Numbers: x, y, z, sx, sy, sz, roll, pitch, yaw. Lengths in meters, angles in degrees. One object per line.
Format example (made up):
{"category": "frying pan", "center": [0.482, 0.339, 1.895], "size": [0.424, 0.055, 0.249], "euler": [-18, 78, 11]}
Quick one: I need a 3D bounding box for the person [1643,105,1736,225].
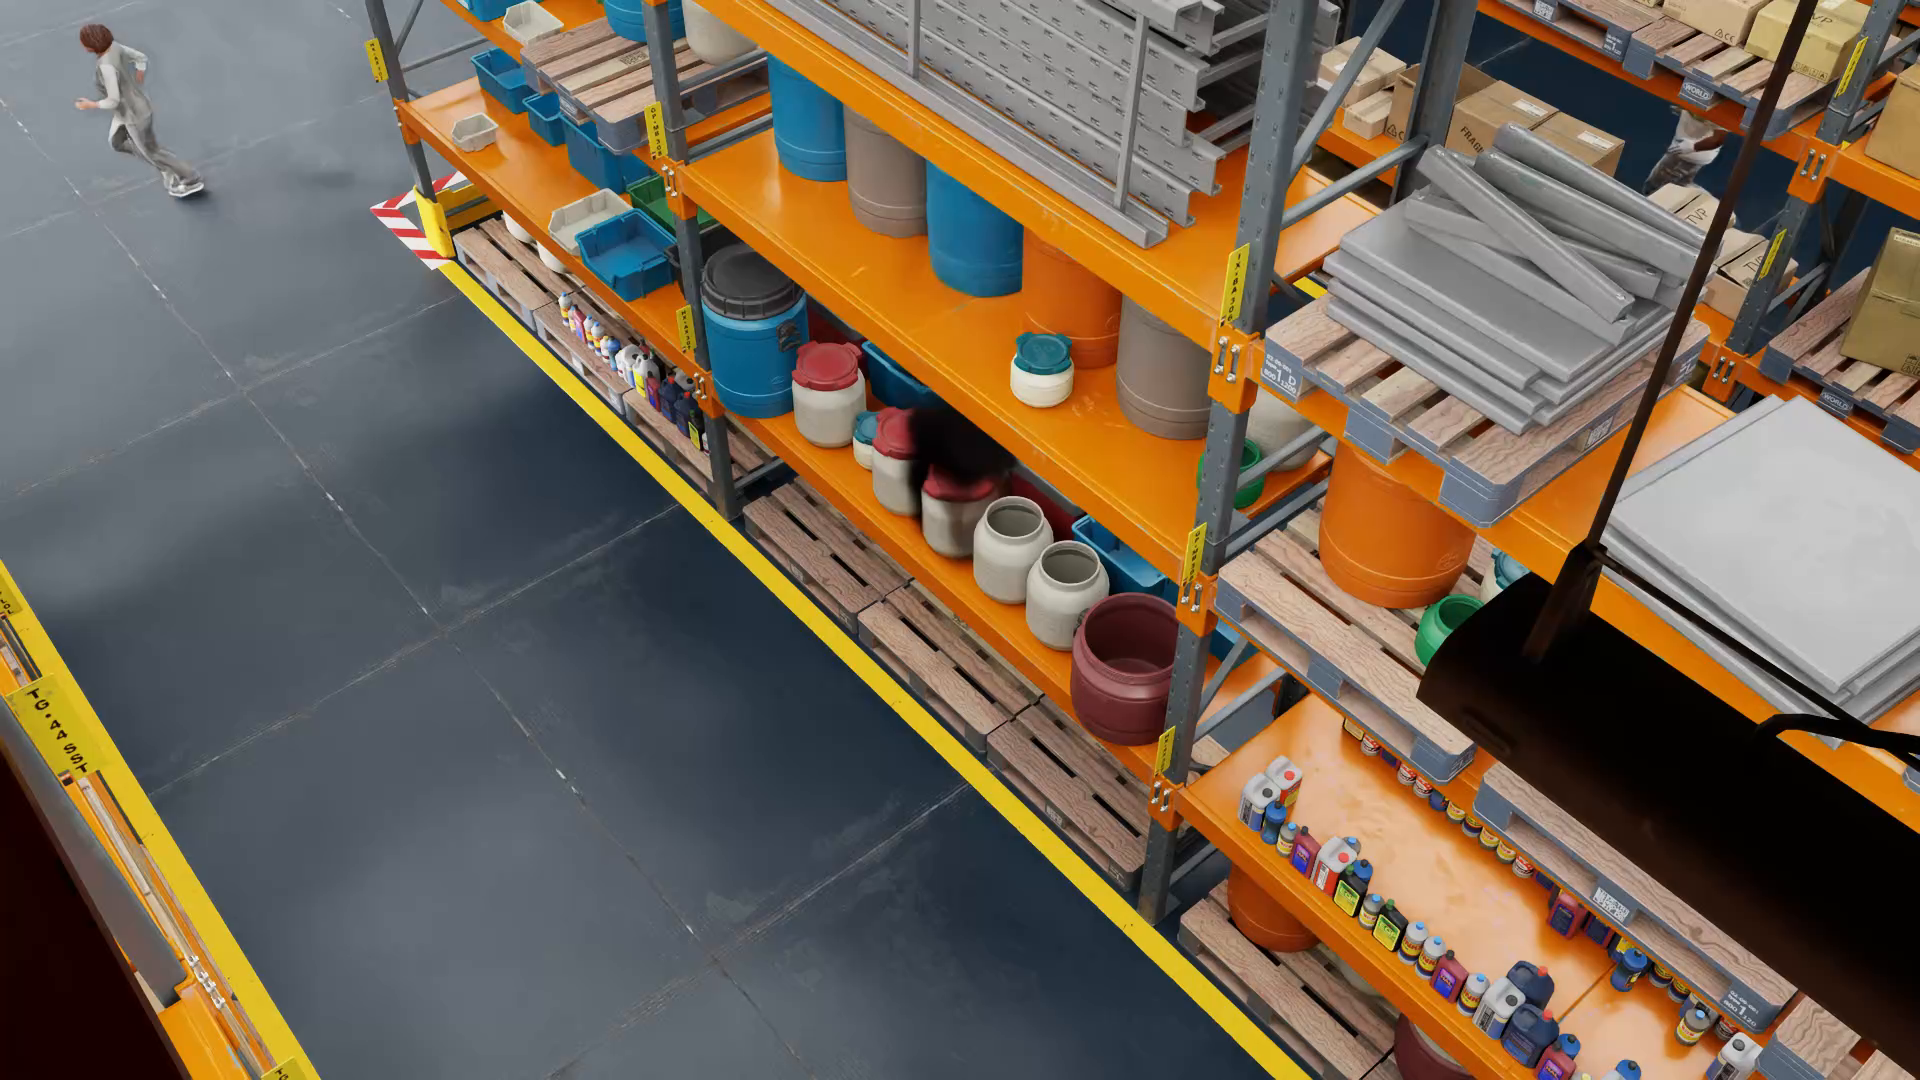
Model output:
{"category": "person", "center": [5.586, -2.932, 12.562], "size": [0.849, 1.765, 0.682], "euler": [29, 53, 25]}

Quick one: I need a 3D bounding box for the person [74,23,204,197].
{"category": "person", "center": [-6.539, -3.364, 13.080], "size": [0.690, 1.554, 0.508], "euler": [-14, 48, -13]}
